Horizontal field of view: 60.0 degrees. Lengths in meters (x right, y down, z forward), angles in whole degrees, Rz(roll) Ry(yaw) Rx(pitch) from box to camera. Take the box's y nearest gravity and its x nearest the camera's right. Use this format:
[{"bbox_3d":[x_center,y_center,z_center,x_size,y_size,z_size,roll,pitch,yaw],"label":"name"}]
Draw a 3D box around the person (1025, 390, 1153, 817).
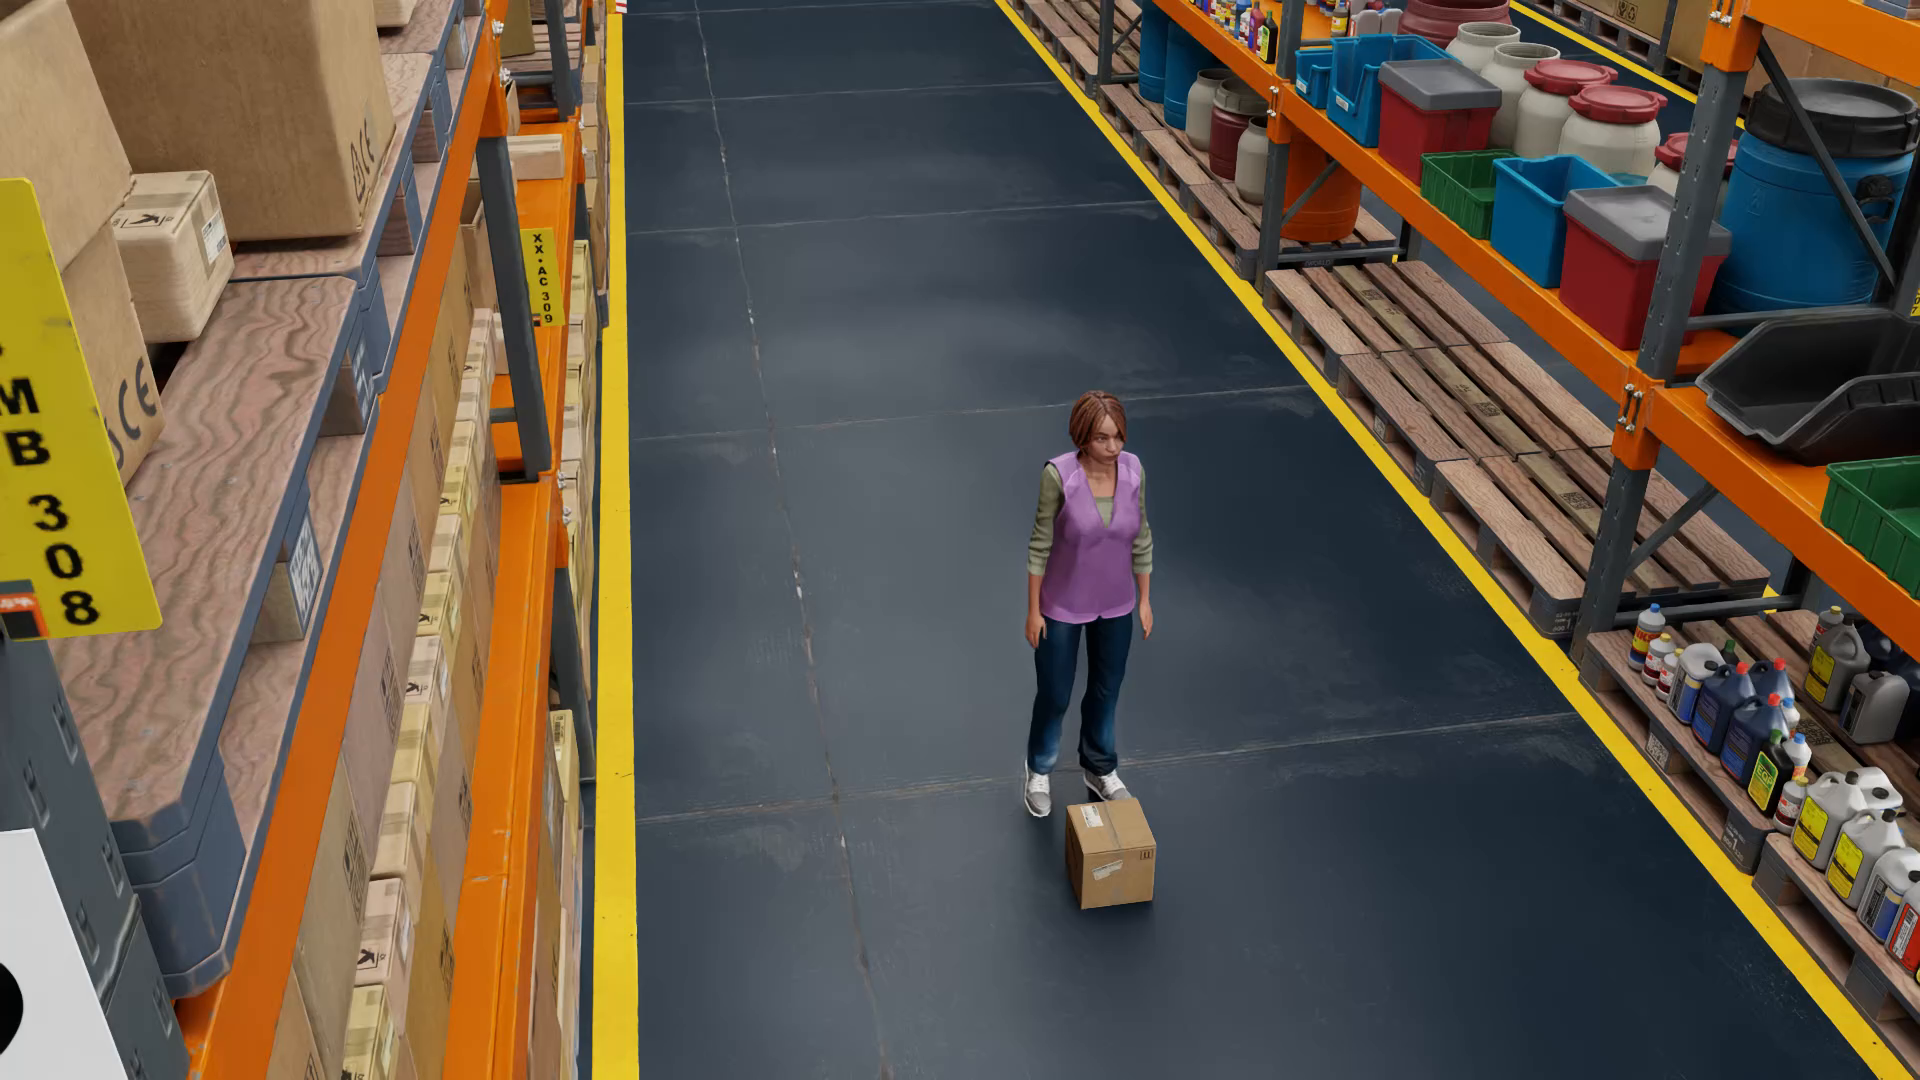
[{"bbox_3d":[0.451,0.256,5.702,0.464,1.637,0.373,-10,33,-17],"label":"person"}]
